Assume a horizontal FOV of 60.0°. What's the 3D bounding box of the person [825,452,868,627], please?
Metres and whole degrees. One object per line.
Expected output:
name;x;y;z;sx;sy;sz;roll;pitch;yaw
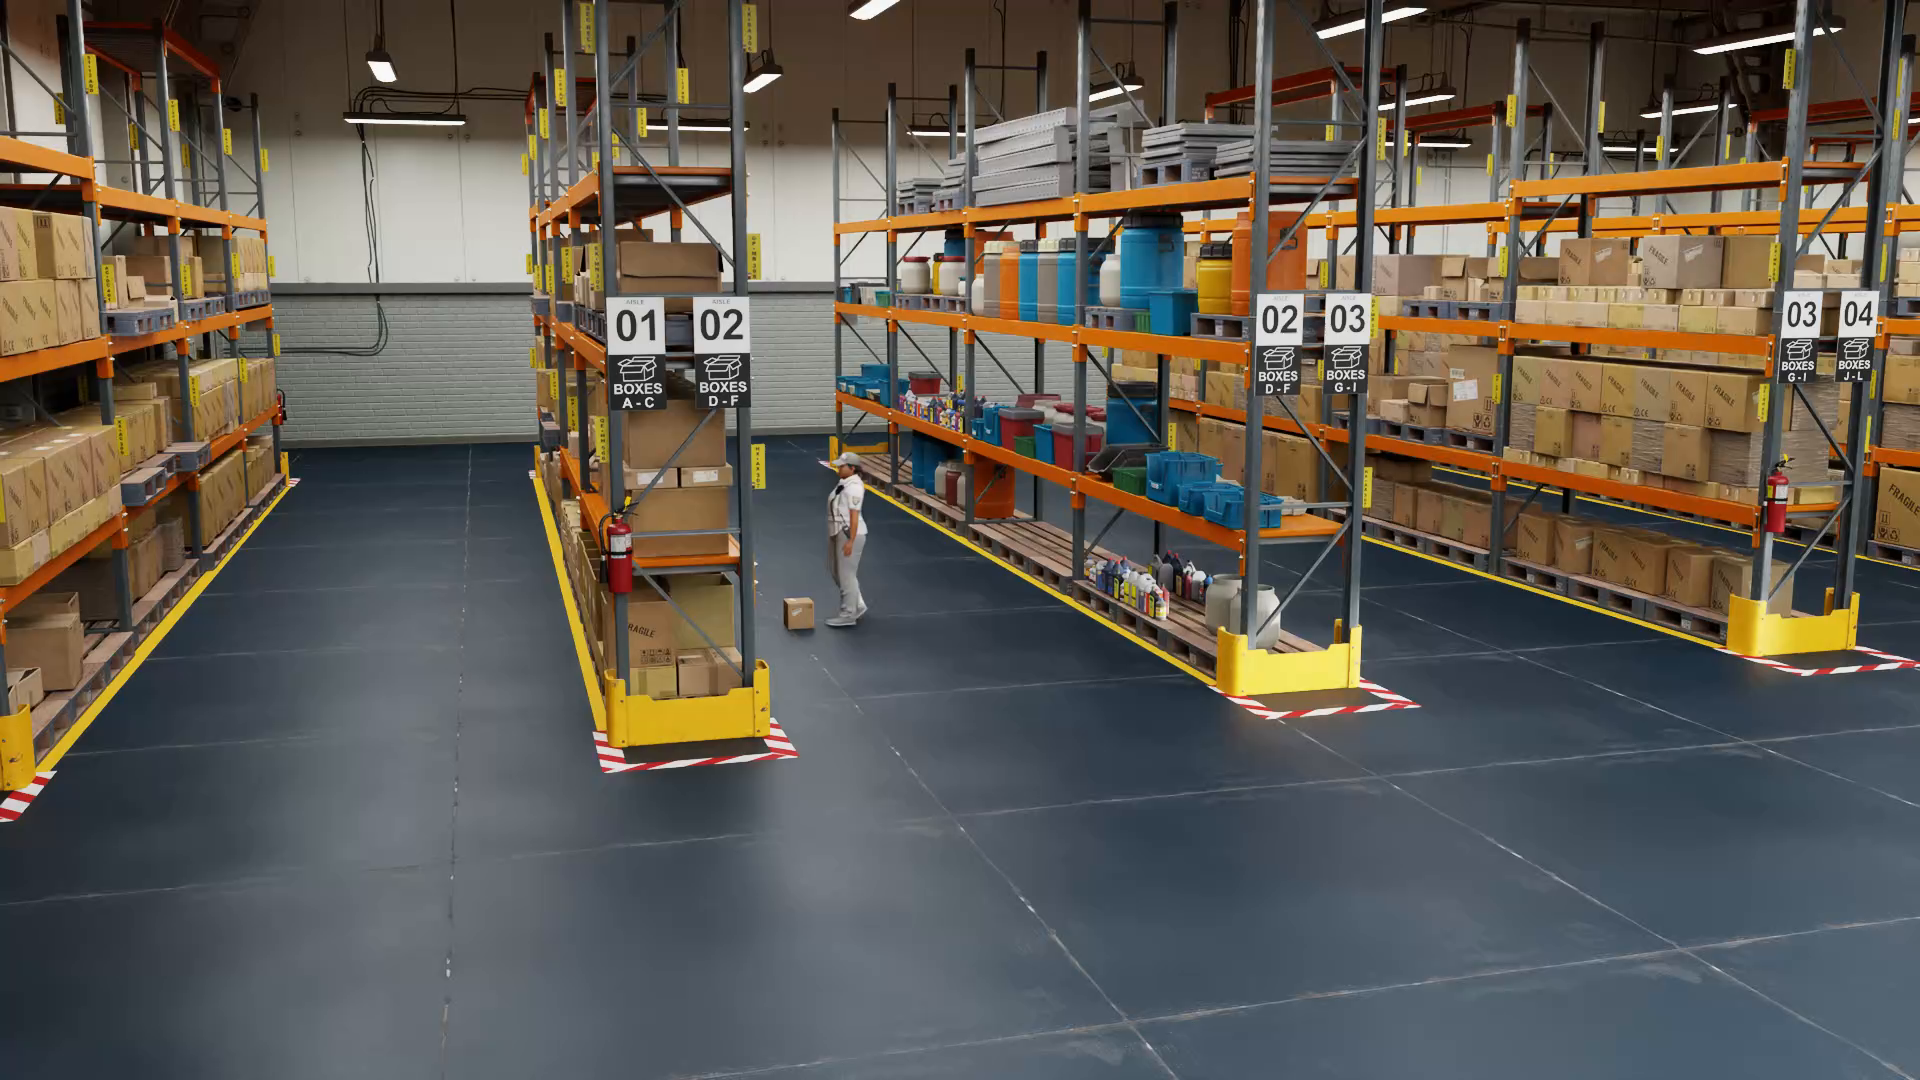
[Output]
person;-1.088;0.021;15.955;0.470;1.740;0.482;-3;10;-15
